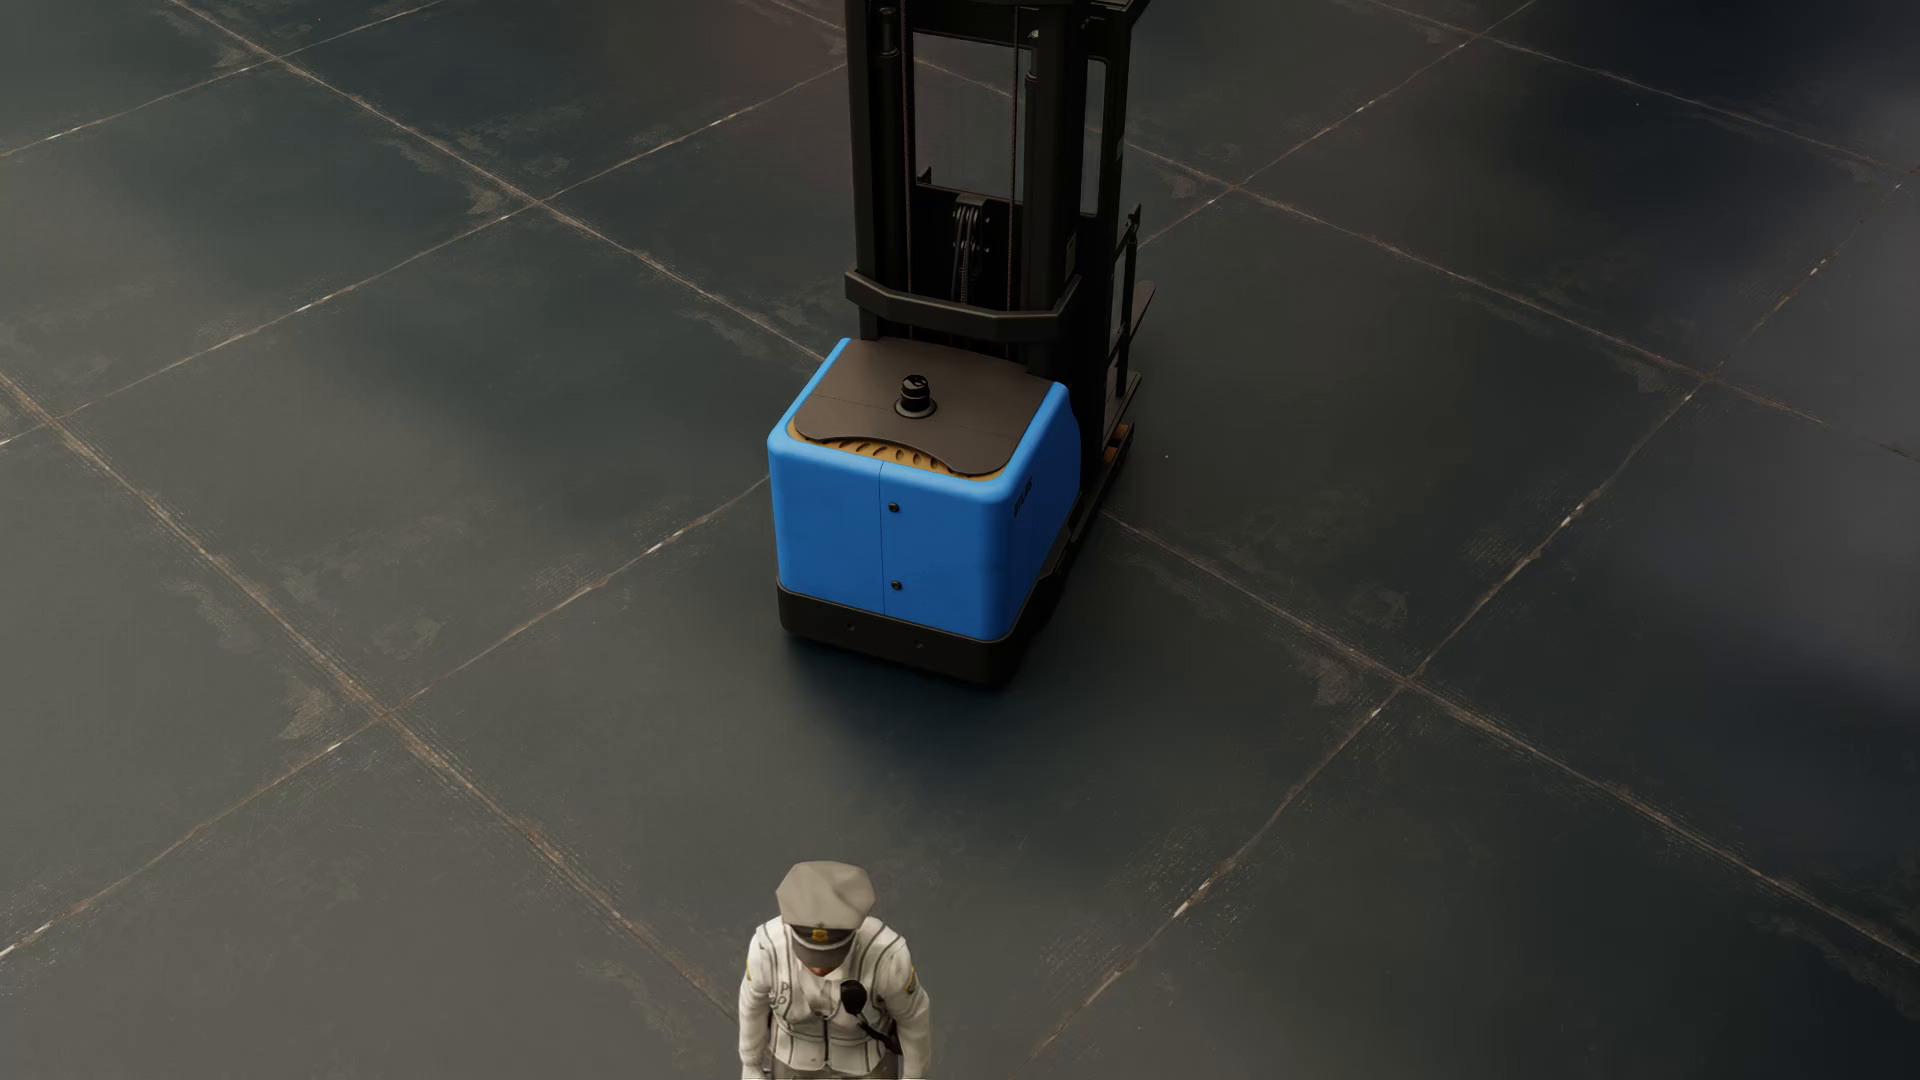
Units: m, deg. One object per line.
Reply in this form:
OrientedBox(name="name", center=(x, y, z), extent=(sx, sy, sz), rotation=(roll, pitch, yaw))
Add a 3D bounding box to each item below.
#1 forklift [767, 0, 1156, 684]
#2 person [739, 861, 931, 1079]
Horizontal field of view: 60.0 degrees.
OrientedBox(name="forklift", center=(0.211, -1.484, 7.158), extent=(1.130, 2.935, 3.031), rotation=(14, 42, 15))
OrientedBox(name="person", center=(-0.352, 1.464, 4.695), extent=(0.544, 1.666, 0.371), rotation=(4, 41, 4))
